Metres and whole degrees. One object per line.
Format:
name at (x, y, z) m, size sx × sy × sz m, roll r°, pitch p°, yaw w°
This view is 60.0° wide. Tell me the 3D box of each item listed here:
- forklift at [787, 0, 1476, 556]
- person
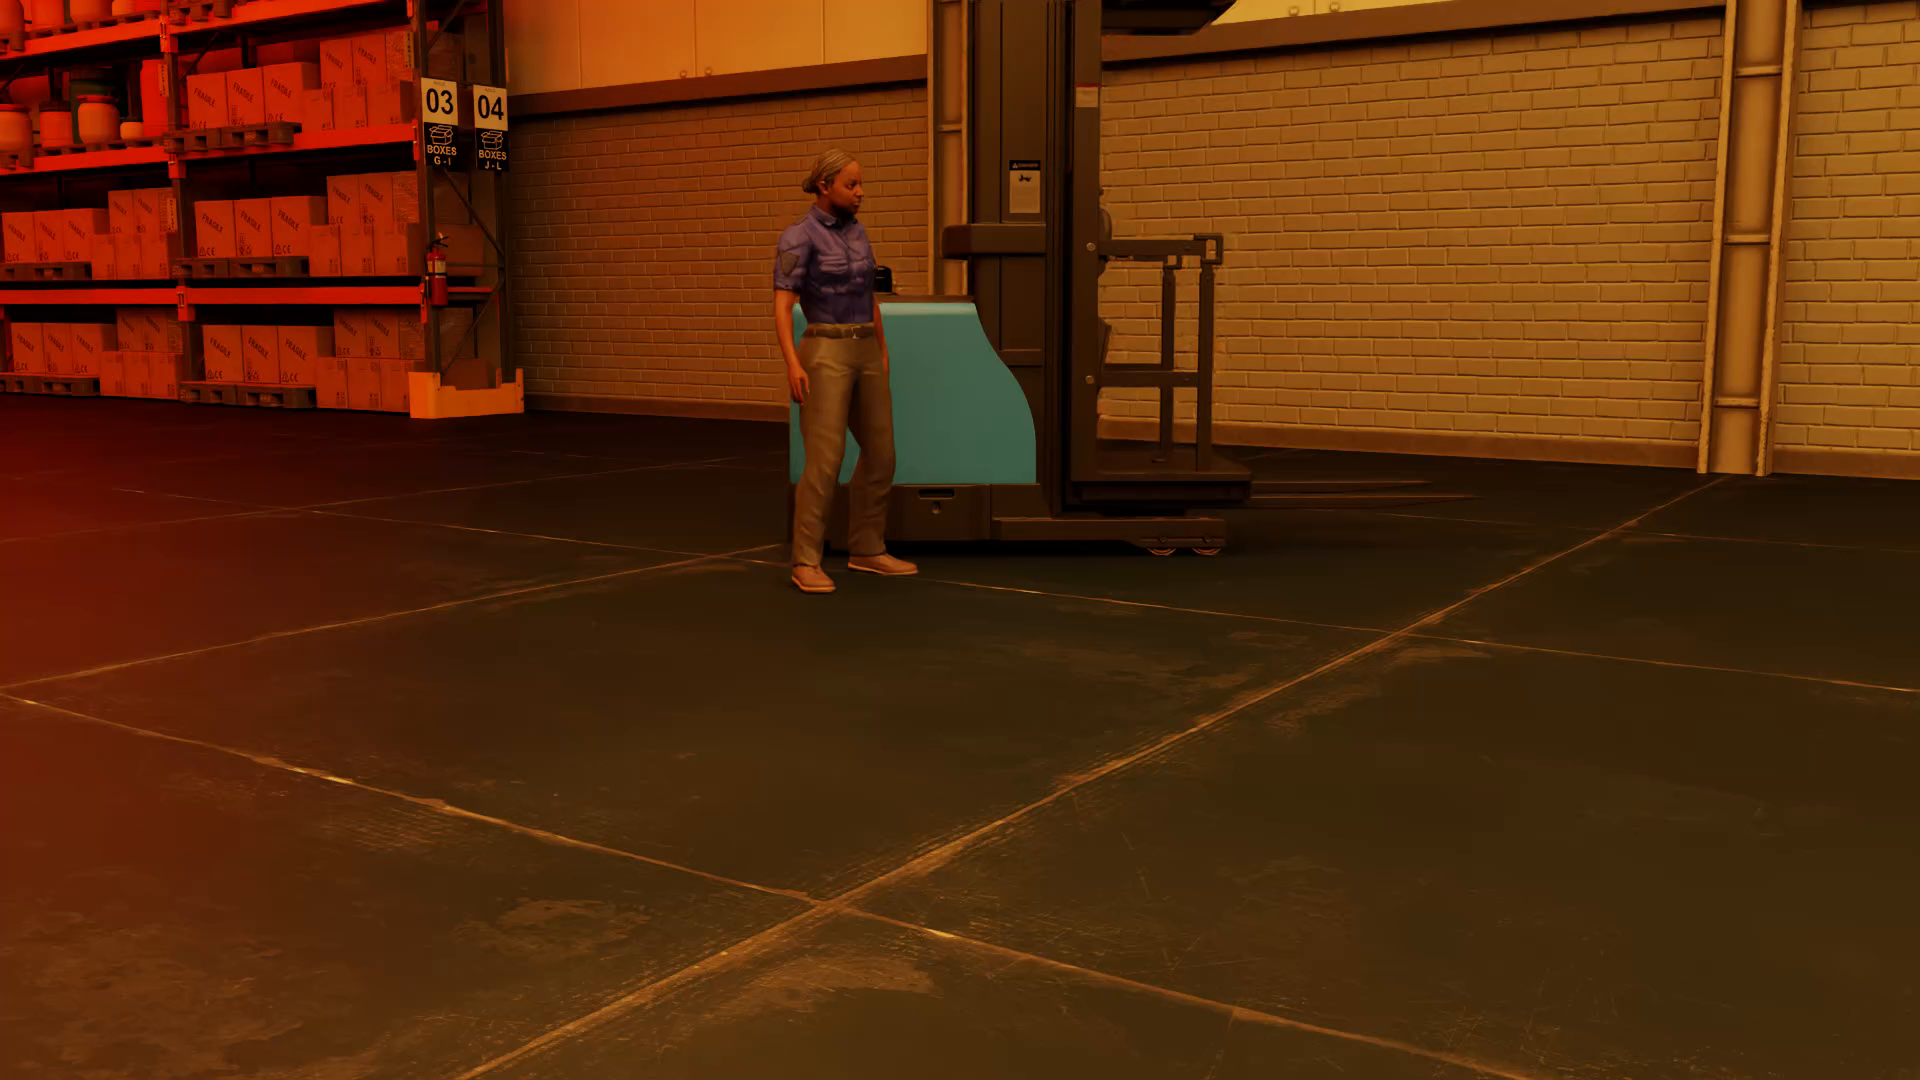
forklift at (0.757, -1.457, 7.439) m, size 3.031 × 2.935 × 1.130 m, roll 0°, pitch 8°, yaw -2°
person at (-0.454, -0.653, 6.376) m, size 0.363 × 1.661 × 0.650 m, roll 7°, pitch 10°, yaw 39°
